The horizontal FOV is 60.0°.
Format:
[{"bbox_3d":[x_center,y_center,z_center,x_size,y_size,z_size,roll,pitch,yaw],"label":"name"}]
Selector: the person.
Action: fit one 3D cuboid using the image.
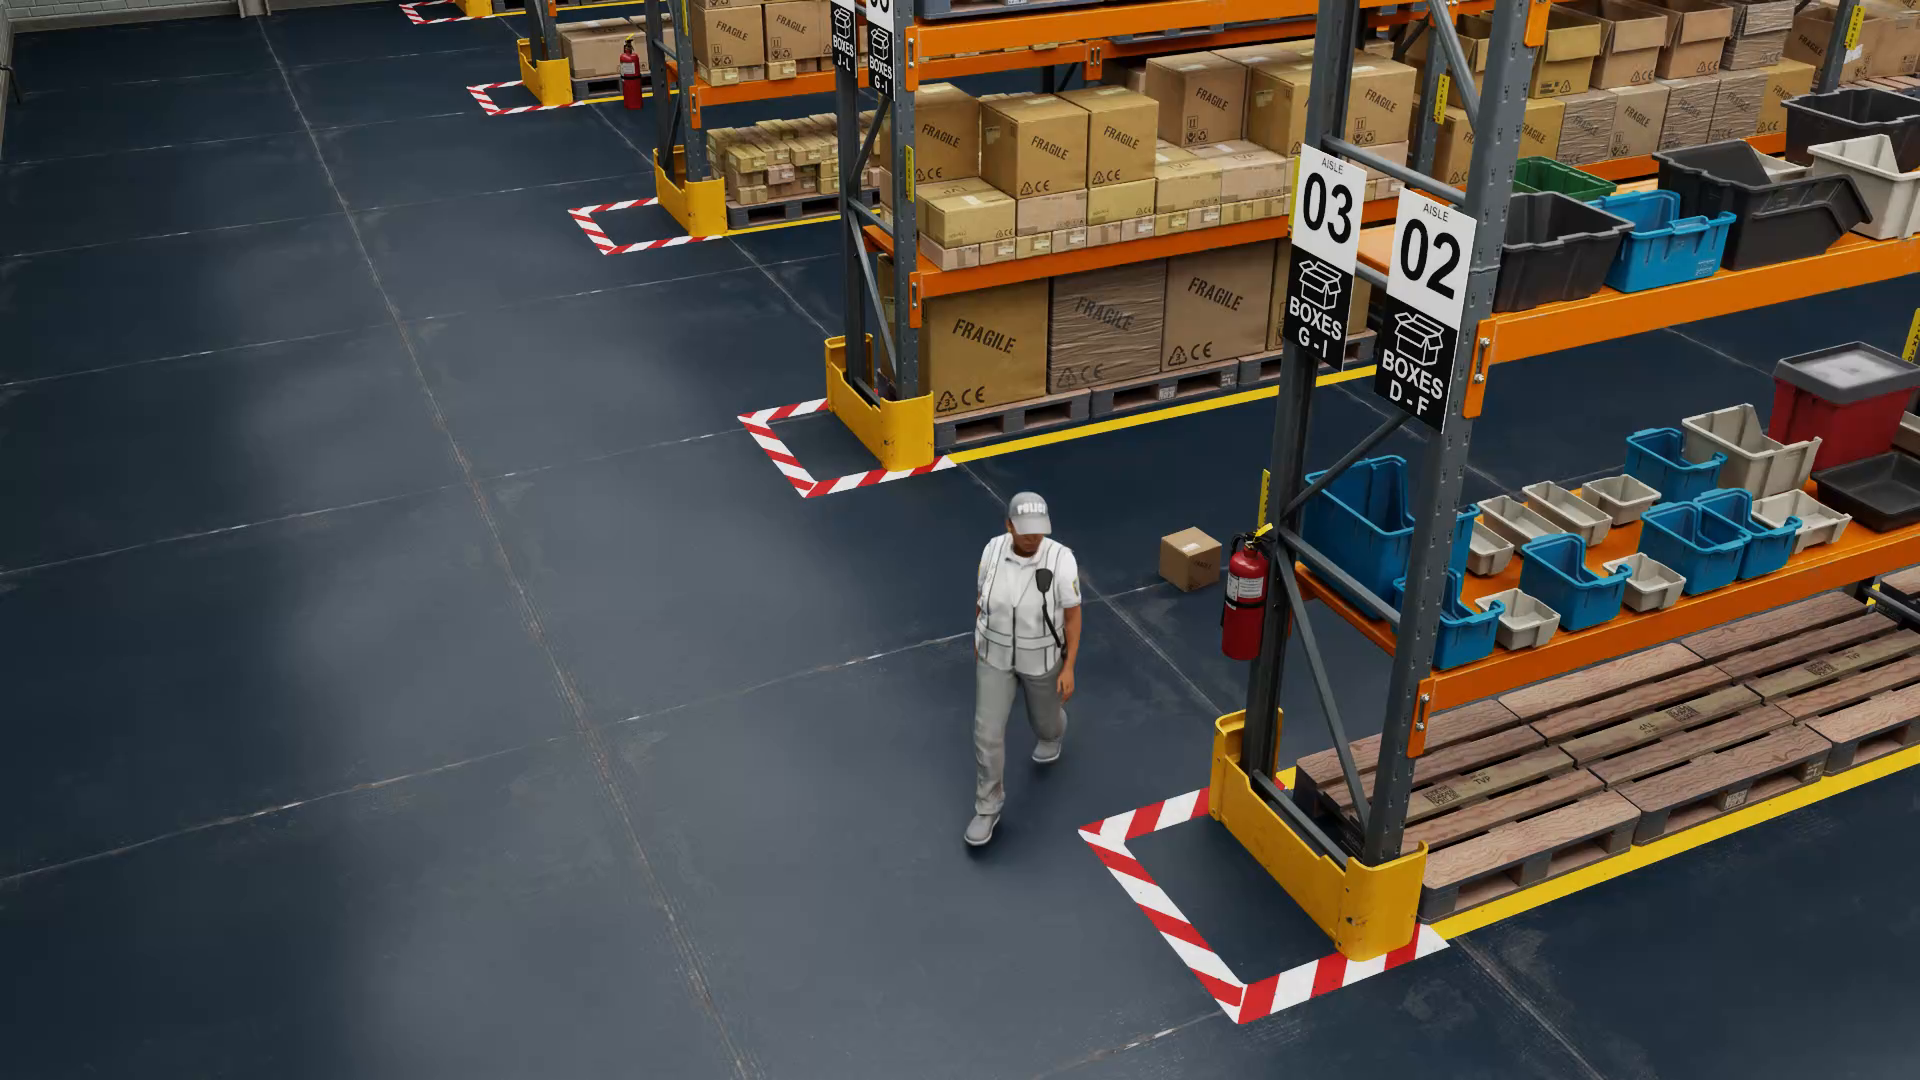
[{"bbox_3d":[0.289,0.516,7.523,0.512,1.622,0.913,8,31,14],"label":"person"}]
